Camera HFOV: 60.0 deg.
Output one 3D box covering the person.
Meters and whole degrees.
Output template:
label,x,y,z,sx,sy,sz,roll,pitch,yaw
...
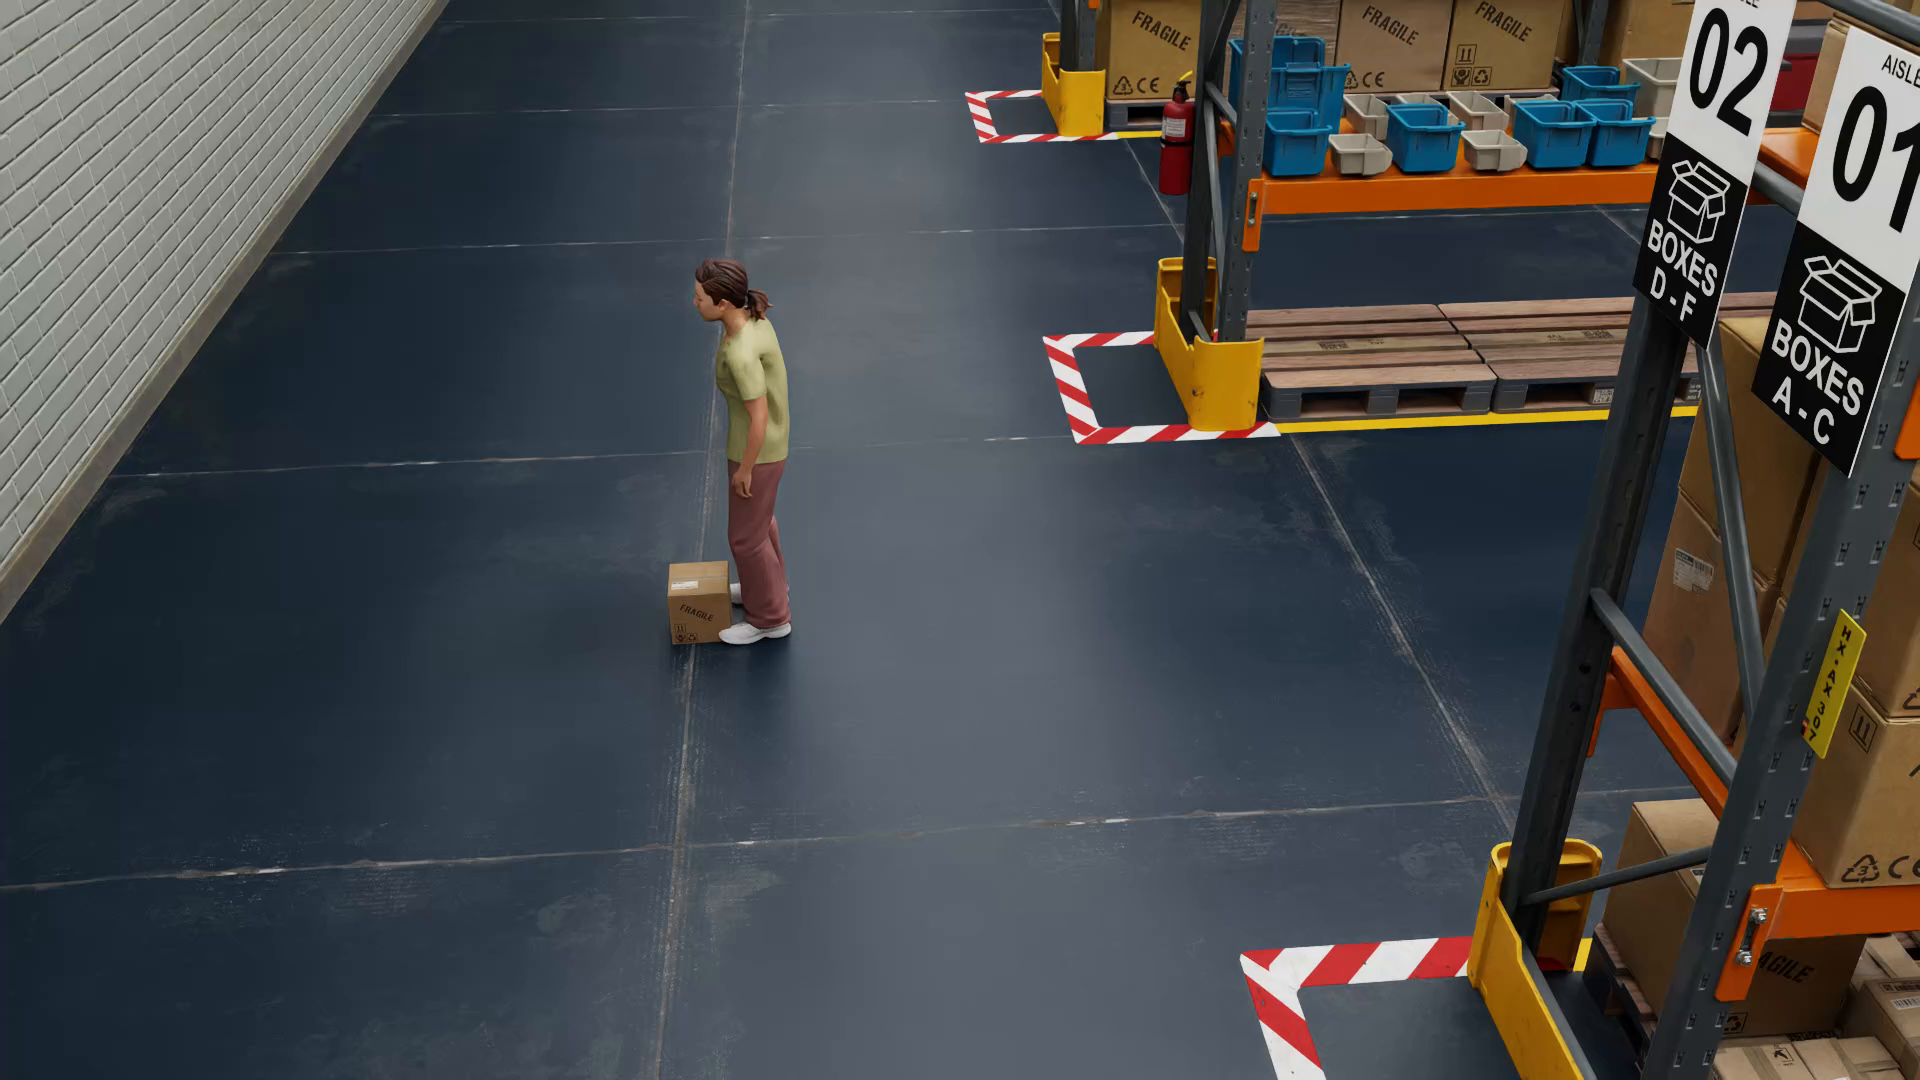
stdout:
label,x,y,z,sx,sy,sz,roll,pitch,yaw
person,-0.860,-0.360,6.729,0.356,1.673,0.499,-3,31,-4
